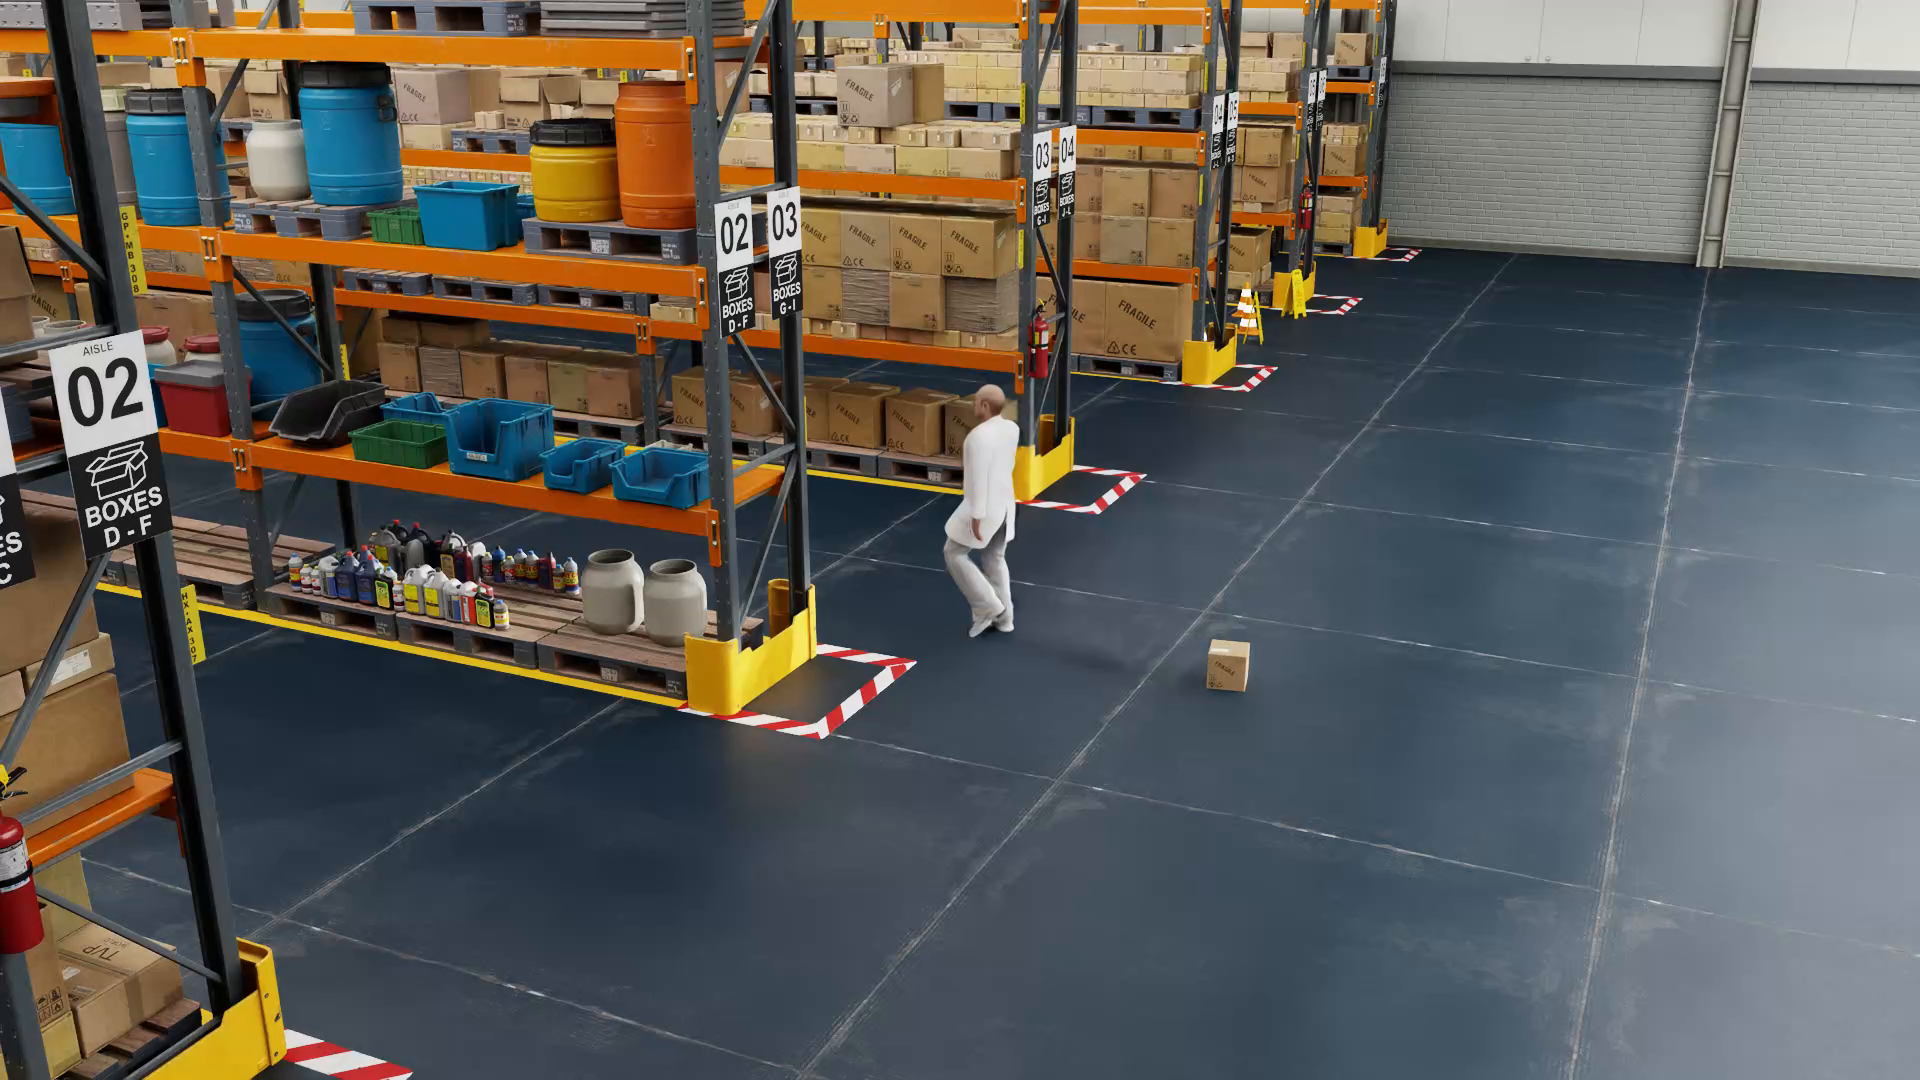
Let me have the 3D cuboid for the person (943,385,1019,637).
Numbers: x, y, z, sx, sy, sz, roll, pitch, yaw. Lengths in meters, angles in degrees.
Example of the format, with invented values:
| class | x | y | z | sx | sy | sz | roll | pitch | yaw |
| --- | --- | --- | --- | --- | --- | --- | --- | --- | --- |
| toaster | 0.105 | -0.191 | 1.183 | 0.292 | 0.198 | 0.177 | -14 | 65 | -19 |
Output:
| class | x | y | z | sx | sy | sz | roll | pitch | yaw |
| --- | --- | --- | --- | --- | --- | --- | --- | --- | --- |
| person | 0.174 | -0.201 | 11.636 | 0.480 | 1.805 | 0.587 | 13 | 23 | 34 |
